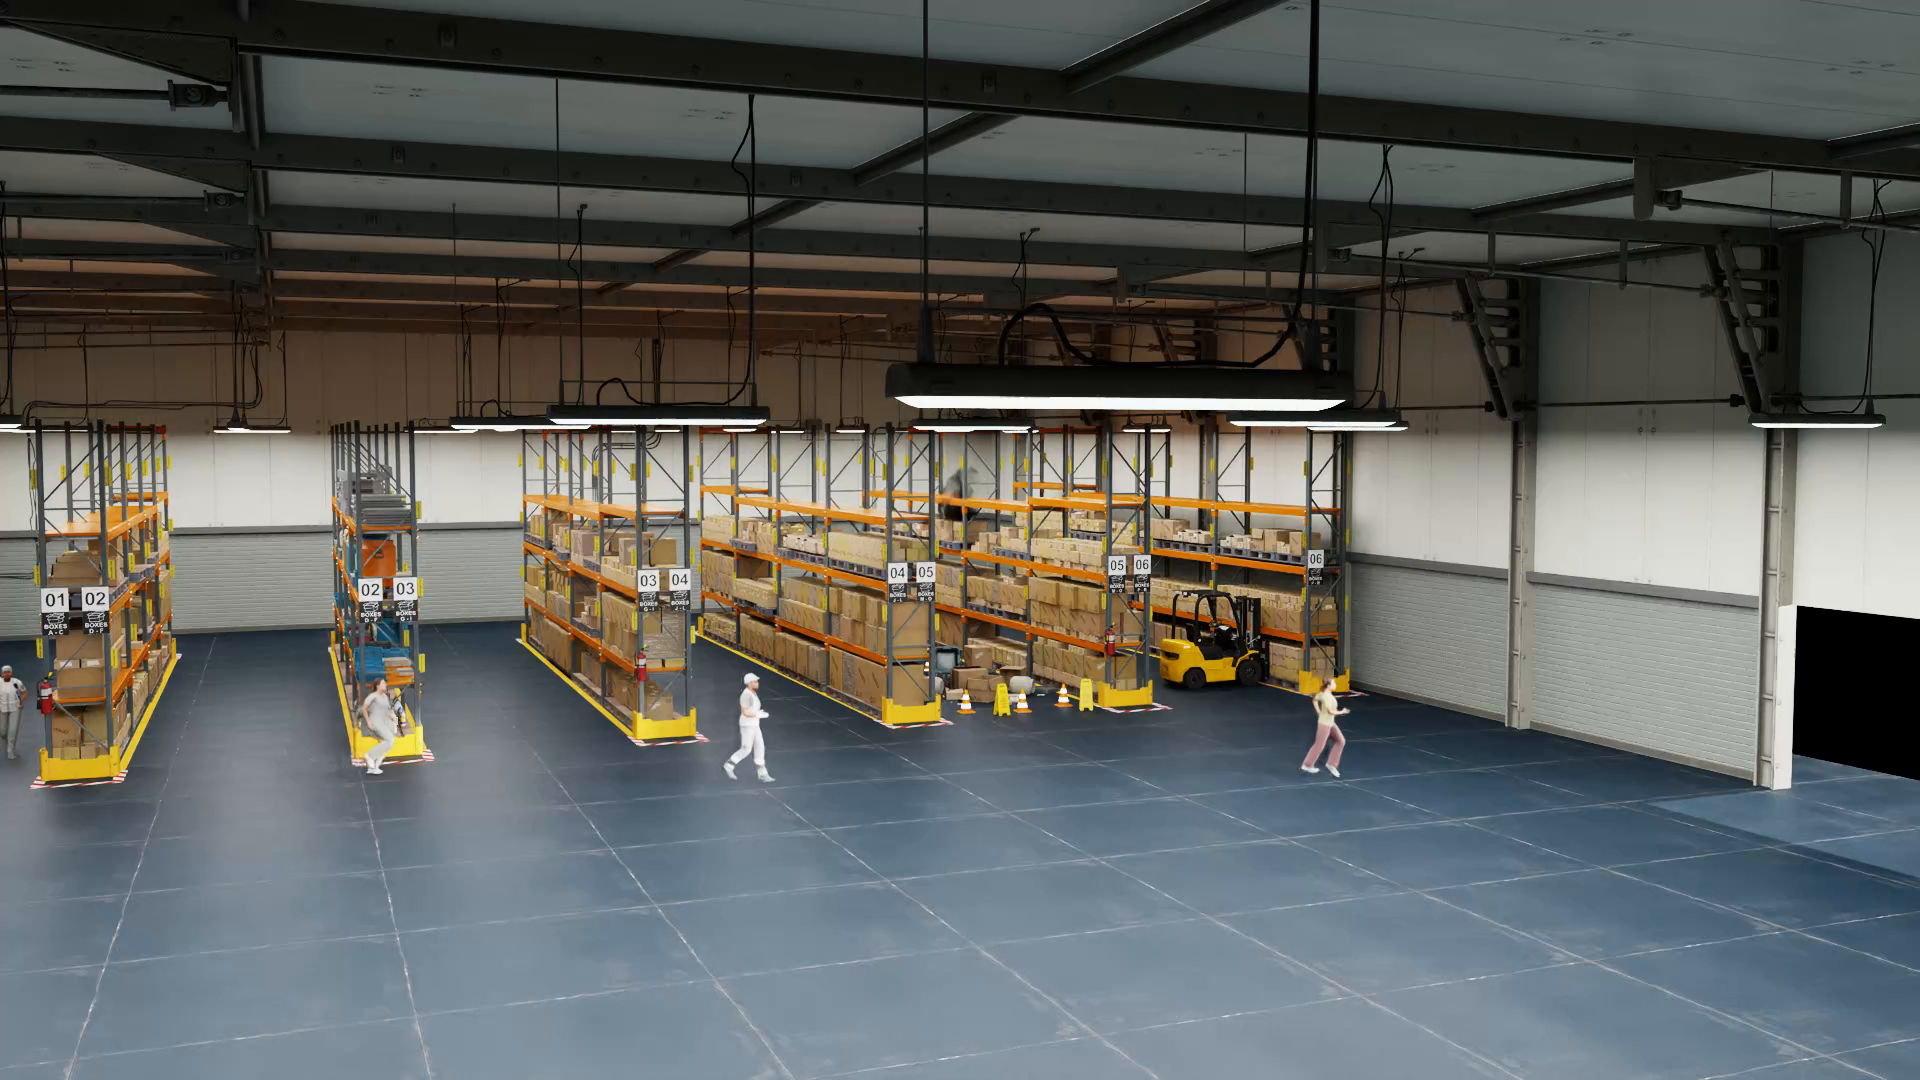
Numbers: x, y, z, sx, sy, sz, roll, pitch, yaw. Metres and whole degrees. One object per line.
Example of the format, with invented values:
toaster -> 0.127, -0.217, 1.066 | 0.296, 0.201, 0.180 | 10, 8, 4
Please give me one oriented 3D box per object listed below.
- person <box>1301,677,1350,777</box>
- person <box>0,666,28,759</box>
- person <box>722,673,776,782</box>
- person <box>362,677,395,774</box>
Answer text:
person -> 6.156, 3.117, 27.972 | 0.798, 1.661, 0.540 | 1, 4, 17
person -> -17.031, 3.062, 29.773 | 0.608, 1.643, 0.685 | -2, 4, -30
person -> -3.494, 3.102, 27.476 | 0.883, 1.807, 0.682 | 0, 4, 7
person -> -9.824, 3.149, 28.313 | 0.506, 1.607, 0.582 | 1, 4, 9
